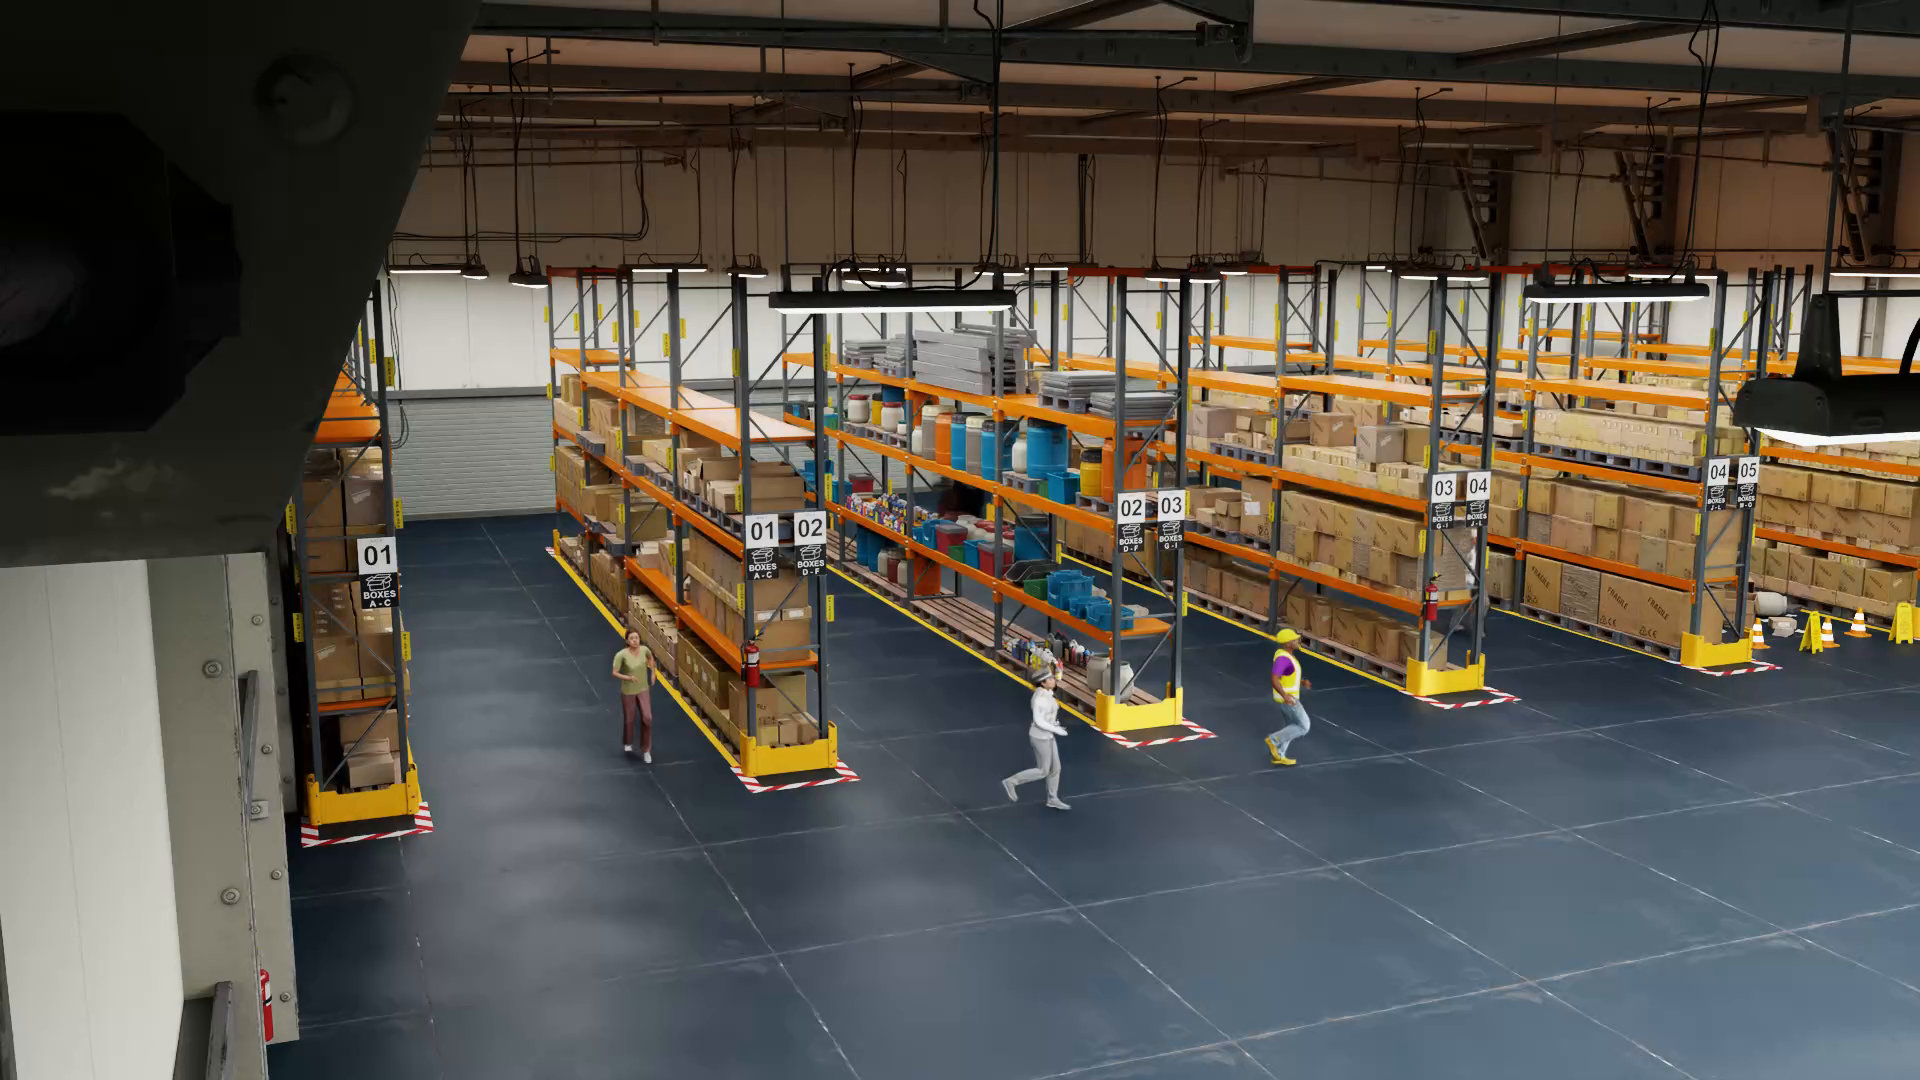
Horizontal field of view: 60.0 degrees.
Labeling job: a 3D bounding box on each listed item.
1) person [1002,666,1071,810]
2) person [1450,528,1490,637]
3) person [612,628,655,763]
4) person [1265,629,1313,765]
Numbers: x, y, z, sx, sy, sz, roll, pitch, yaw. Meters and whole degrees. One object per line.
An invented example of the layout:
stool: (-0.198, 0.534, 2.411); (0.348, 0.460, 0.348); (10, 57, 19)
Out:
person: (0.886, 2.253, 18.990); (0.781, 1.695, 0.624); (1, 10, 6)
person: (8.496, 0.720, 27.533); (0.675, 1.850, 0.748); (-6, 11, -30)
person: (-4.064, 1.939, 20.804); (0.587, 1.733, 0.709); (-5, 11, -26)
person: (4.071, 1.943, 20.544); (0.580, 1.720, 0.707); (1, 10, 8)
